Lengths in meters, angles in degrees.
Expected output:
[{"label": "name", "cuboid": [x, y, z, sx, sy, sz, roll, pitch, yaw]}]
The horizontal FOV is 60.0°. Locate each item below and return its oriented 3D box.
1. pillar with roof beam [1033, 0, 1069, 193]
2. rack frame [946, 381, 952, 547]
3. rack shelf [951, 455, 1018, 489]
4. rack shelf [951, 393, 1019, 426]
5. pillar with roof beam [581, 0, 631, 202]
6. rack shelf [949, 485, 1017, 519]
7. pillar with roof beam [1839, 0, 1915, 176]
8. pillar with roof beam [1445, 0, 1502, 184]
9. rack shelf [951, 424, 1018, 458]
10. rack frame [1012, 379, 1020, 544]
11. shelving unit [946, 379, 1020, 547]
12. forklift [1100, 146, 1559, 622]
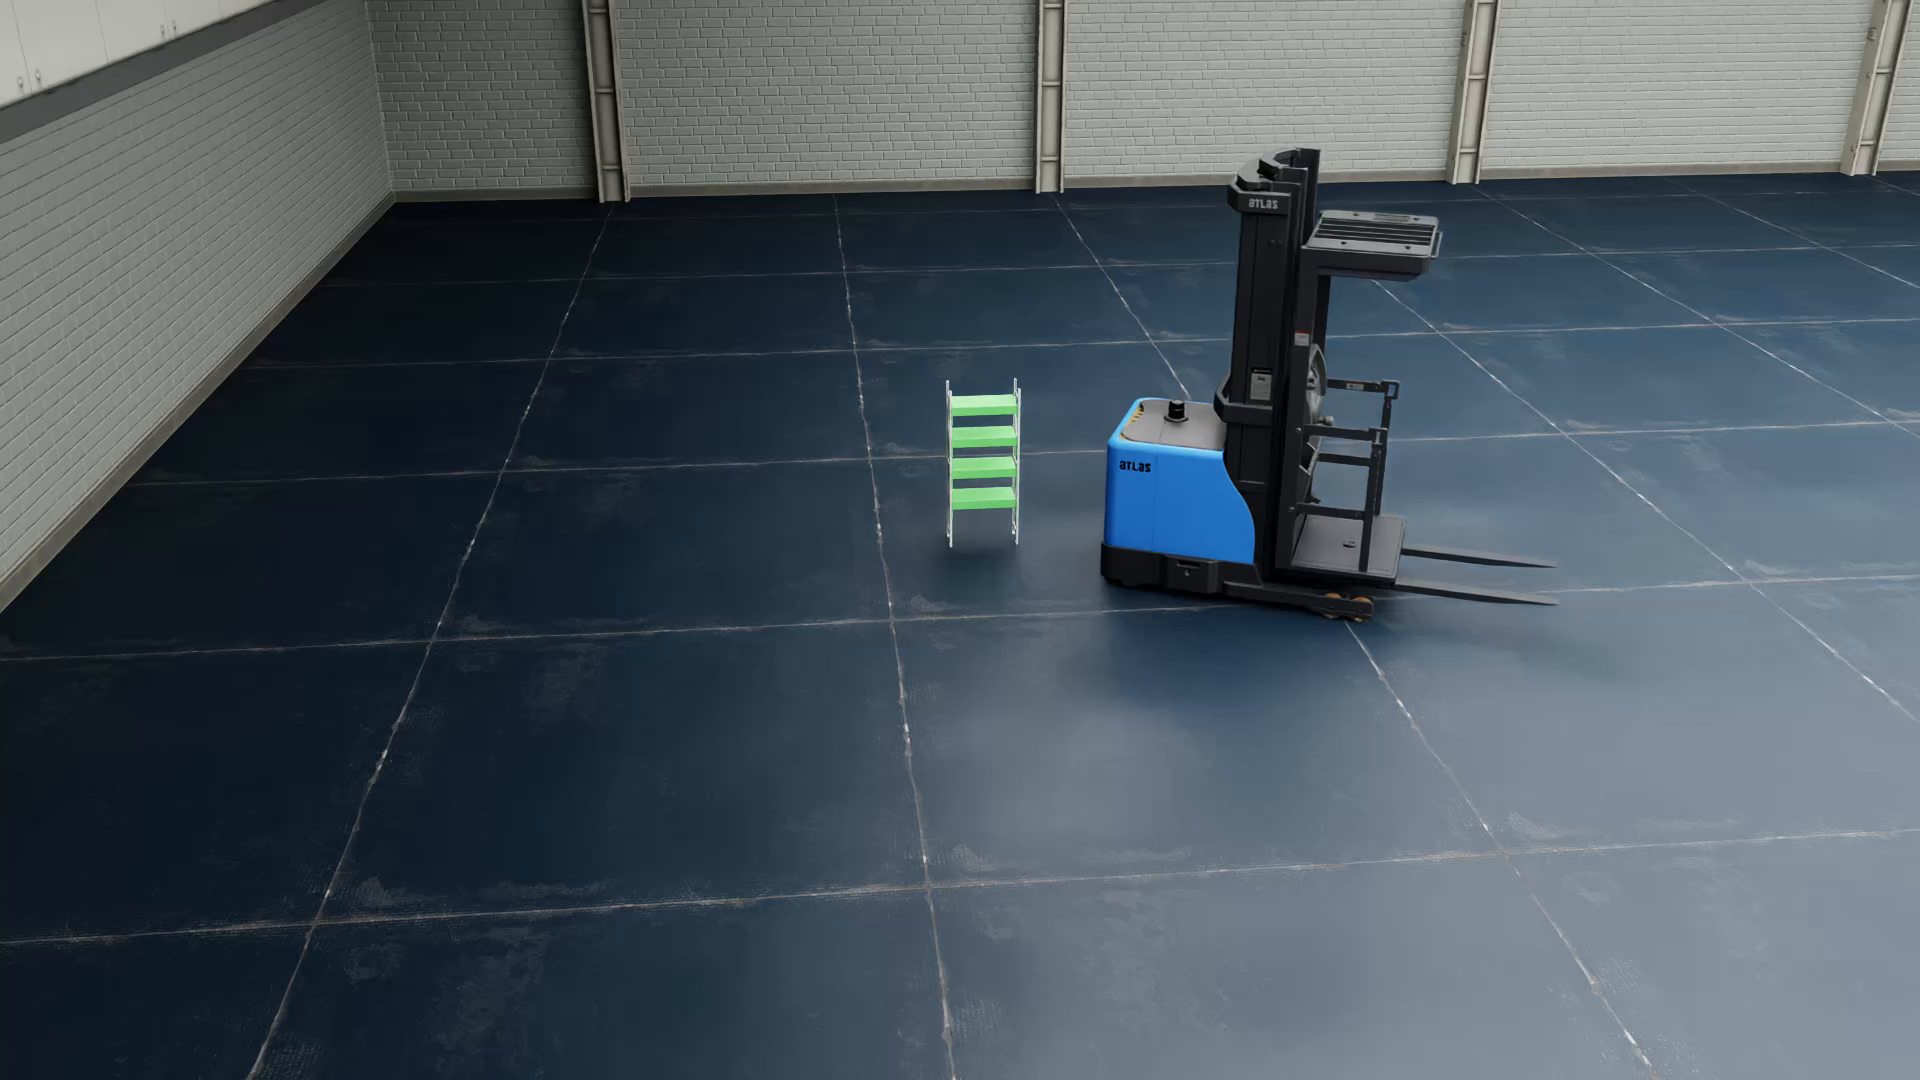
[{"label": "pillar with roof beam", "cuboid": [1.661, -7.282, 17.615, 0.400, 9.000, 9.100, -2, 24, -5]}, {"label": "rack frame", "cuboid": [-0.078, -0.545, 12.060, 0.015, 1.200, 0.240, -2, 24, -5]}, {"label": "rack shelf", "cuboid": [0.165, -0.496, 12.107, 0.480, 0.148, 0.258, -2, 24, -5]}, {"label": "rack shelf", "cuboid": [0.165, -0.935, 11.912, 0.480, 0.148, 0.258, -2, 24, -5]}, {"label": "pillar with roof beam", "cuboid": [-4.310, -7.043, 17.076, 0.400, 9.000, 9.100, -2, 24, -5]}, {"label": "rack shelf", "cuboid": [0.165, -0.277, 12.205, 0.480, 0.148, 0.258, -2, 24, -5]}, {"label": "pillar with roof beam", "cuboid": [13.603, -7.761, 18.693, 0.400, 9.000, 9.100, -2, 24, -5]}, {"label": "pillar with roof beam", "cuboid": [7.632, -7.522, 18.154, 0.400, 9.000, 9.100, -2, 24, -5]}, {"label": "rack shelf", "cuboid": [0.165, -0.716, 12.010, 0.480, 0.148, 0.258, -2, 24, -5]}, {"label": "rack frame", "cuboid": [0.408, -0.565, 12.103, 0.015, 1.200, 0.240, -2, 24, -5]}, {"label": "shelving unit", "cuboid": [0.165, -0.555, 12.081, 0.503, 1.200, 0.258, -2, 24, -5]}, {"label": "forklift", "cuboid": [2.555, -1.033, 11.026, 3.031, 2.935, 1.130, 7, 25, 16]}]
